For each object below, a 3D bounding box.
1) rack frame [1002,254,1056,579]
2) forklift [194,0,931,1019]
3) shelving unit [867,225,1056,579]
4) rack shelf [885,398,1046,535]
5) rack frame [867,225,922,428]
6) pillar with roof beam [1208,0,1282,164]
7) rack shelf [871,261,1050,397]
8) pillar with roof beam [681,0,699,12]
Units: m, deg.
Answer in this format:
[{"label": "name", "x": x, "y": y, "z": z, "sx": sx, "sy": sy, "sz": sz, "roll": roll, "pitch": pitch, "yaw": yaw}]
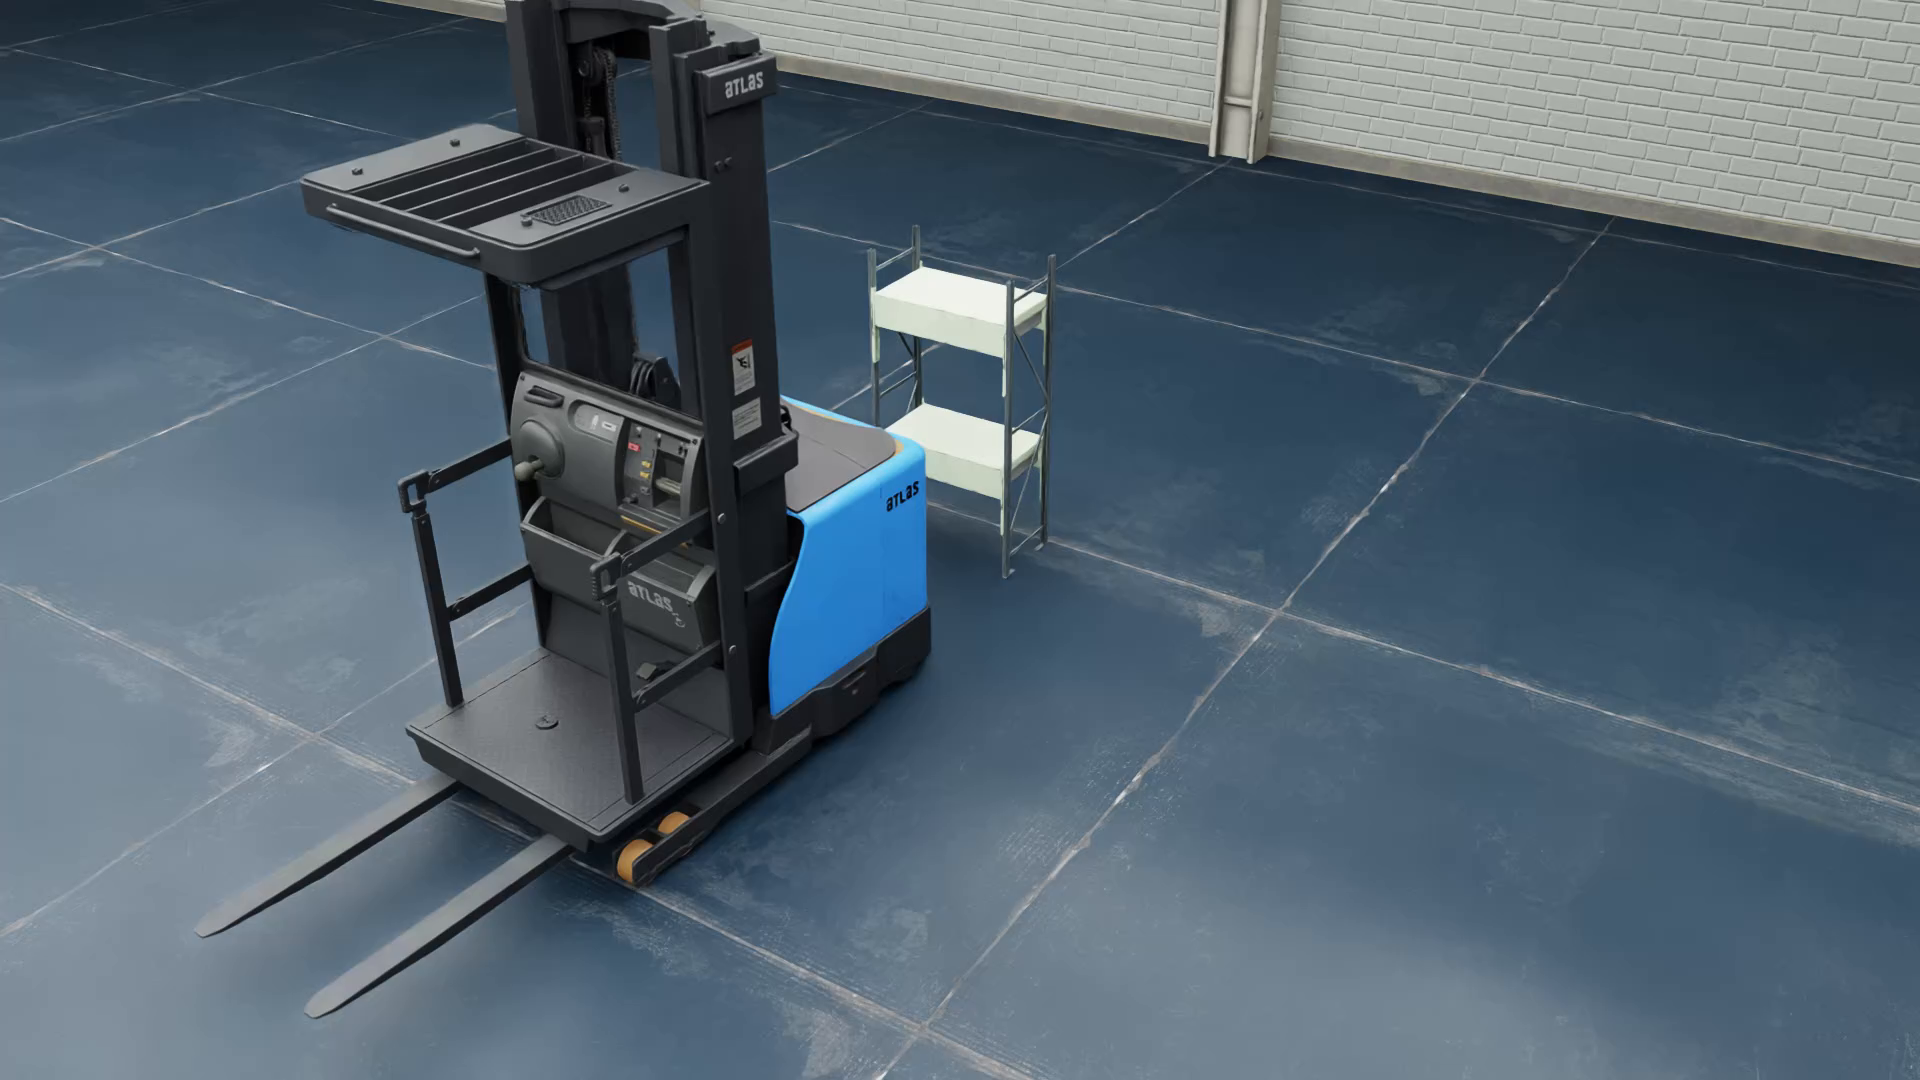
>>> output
[{"label": "rack frame", "x": 0.316, "y": -0.548, "z": 7.701, "sx": 0.023, "sy": 1.500, "sz": 0.400, "roll": 18, "pitch": 35, "yaw": 27}, {"label": "forklift", "x": -1.404, "y": -0.282, "z": 5.824, "sx": 1.130, "sy": 2.935, "sz": 3.031, "roll": 20, "pitch": 36, "yaw": 31}, {"label": "shelving unit", "x": 0.006, "y": -0.646, "z": 7.869, "sx": 0.755, "sy": 1.500, "sz": 0.431, "roll": 18, "pitch": 35, "yaw": 27}, {"label": "rack shelf", "x": 0.006, "y": -0.364, "z": 8.033, "sx": 0.720, "sy": 0.370, "sz": 0.431, "roll": 18, "pitch": 35, "yaw": 27}, {"label": "rack frame", "x": -0.304, "y": -0.744, "z": 8.037, "sx": 0.023, "sy": 1.500, "sz": 0.400, "roll": 18, "pitch": 35, "yaw": 27}, {"label": "pillar with roof beam", "x": 0.000, "y": -5.218, "z": 8.264, "sx": 0.400, "sy": 9.000, "sz": 9.100, "roll": 18, "pitch": 35, "yaw": 27}, {"label": "rack shelf", "x": 0.006, "y": -0.983, "z": 7.672, "sx": 0.720, "sy": 0.370, "sz": 0.431, "roll": 18, "pitch": 35, "yaw": 27}, {"label": "pillar with roof beam", "x": -5.082, "y": -6.825, "z": 11.019, "sx": 0.400, "sy": 9.000, "sz": 9.100, "roll": 18, "pitch": 35, "yaw": 27}]
